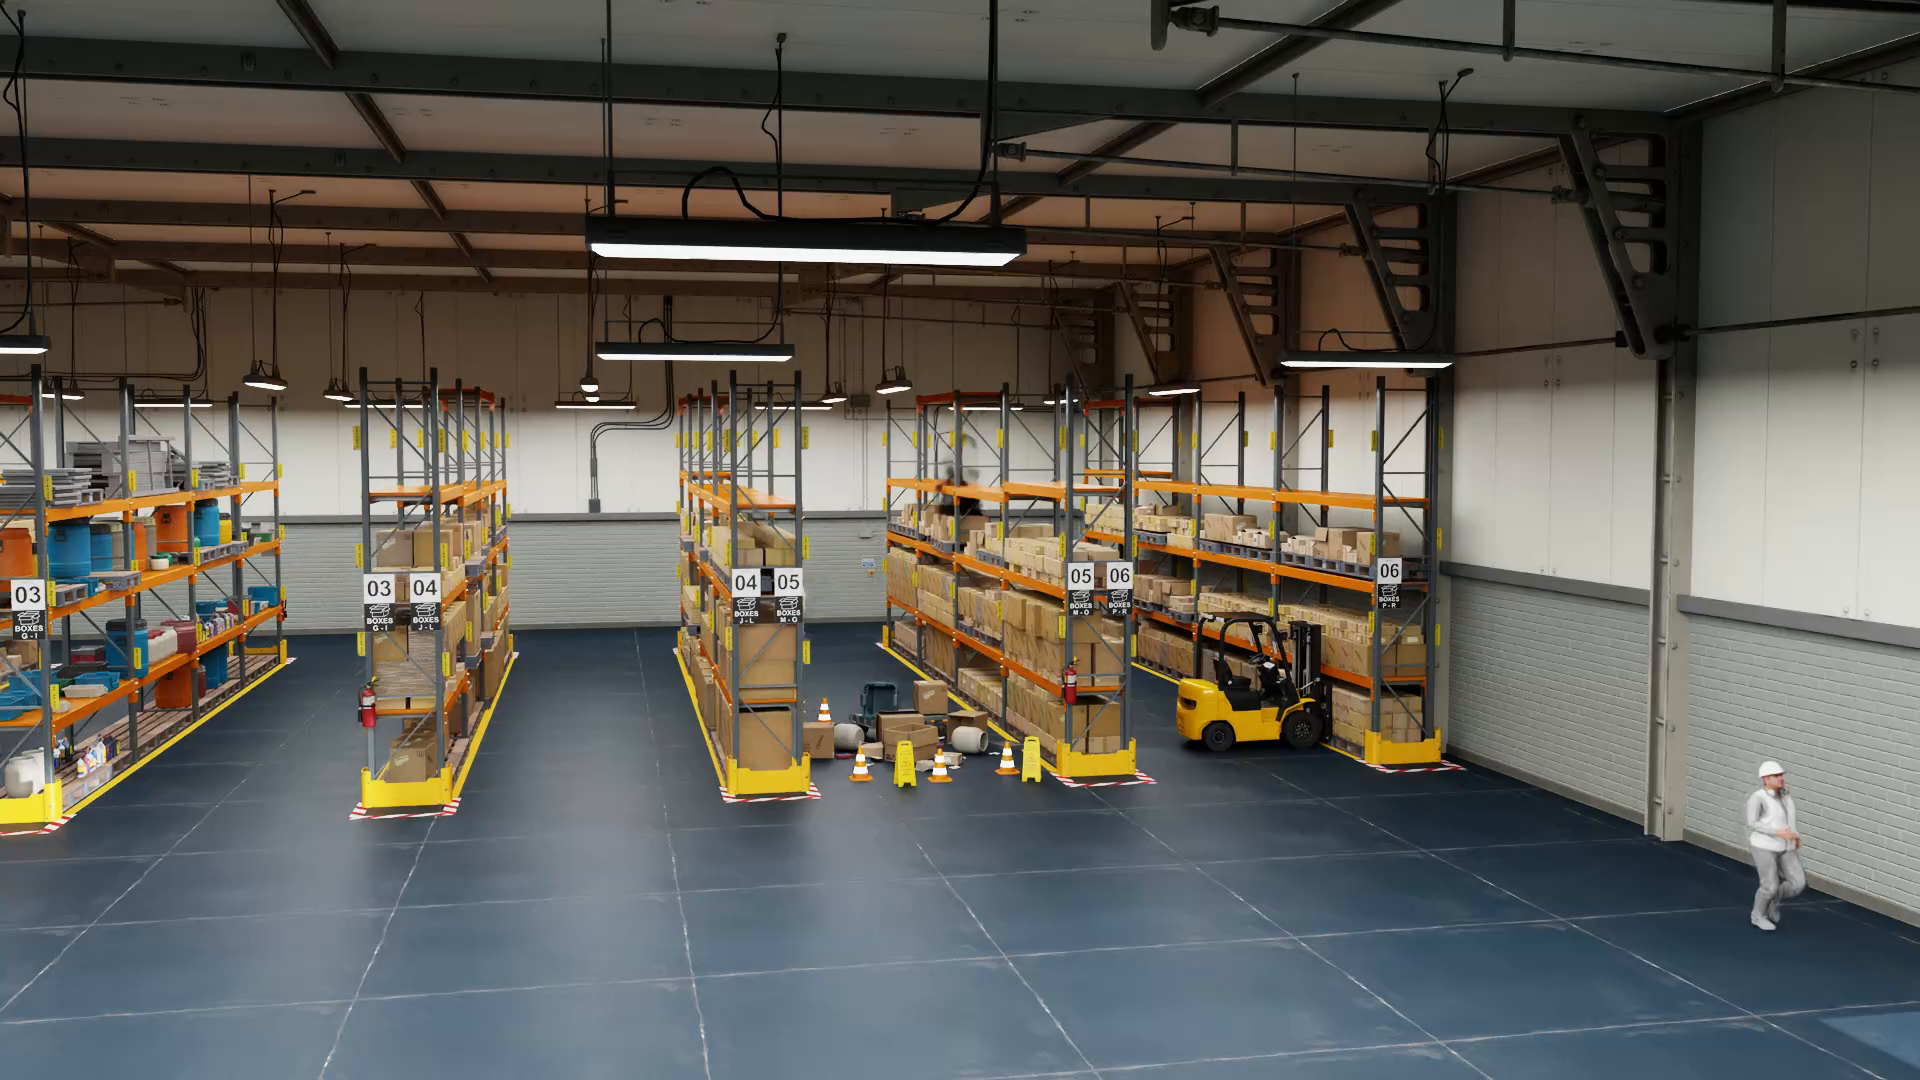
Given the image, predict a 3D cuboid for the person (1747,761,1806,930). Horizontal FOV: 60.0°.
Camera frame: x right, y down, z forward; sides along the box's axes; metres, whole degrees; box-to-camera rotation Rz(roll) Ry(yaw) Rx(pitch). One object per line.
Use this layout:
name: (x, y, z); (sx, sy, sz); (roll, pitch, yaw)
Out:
person: (8.318, 3.122, 16.902); (0.645, 1.732, 0.592); (-1, 4, -16)
